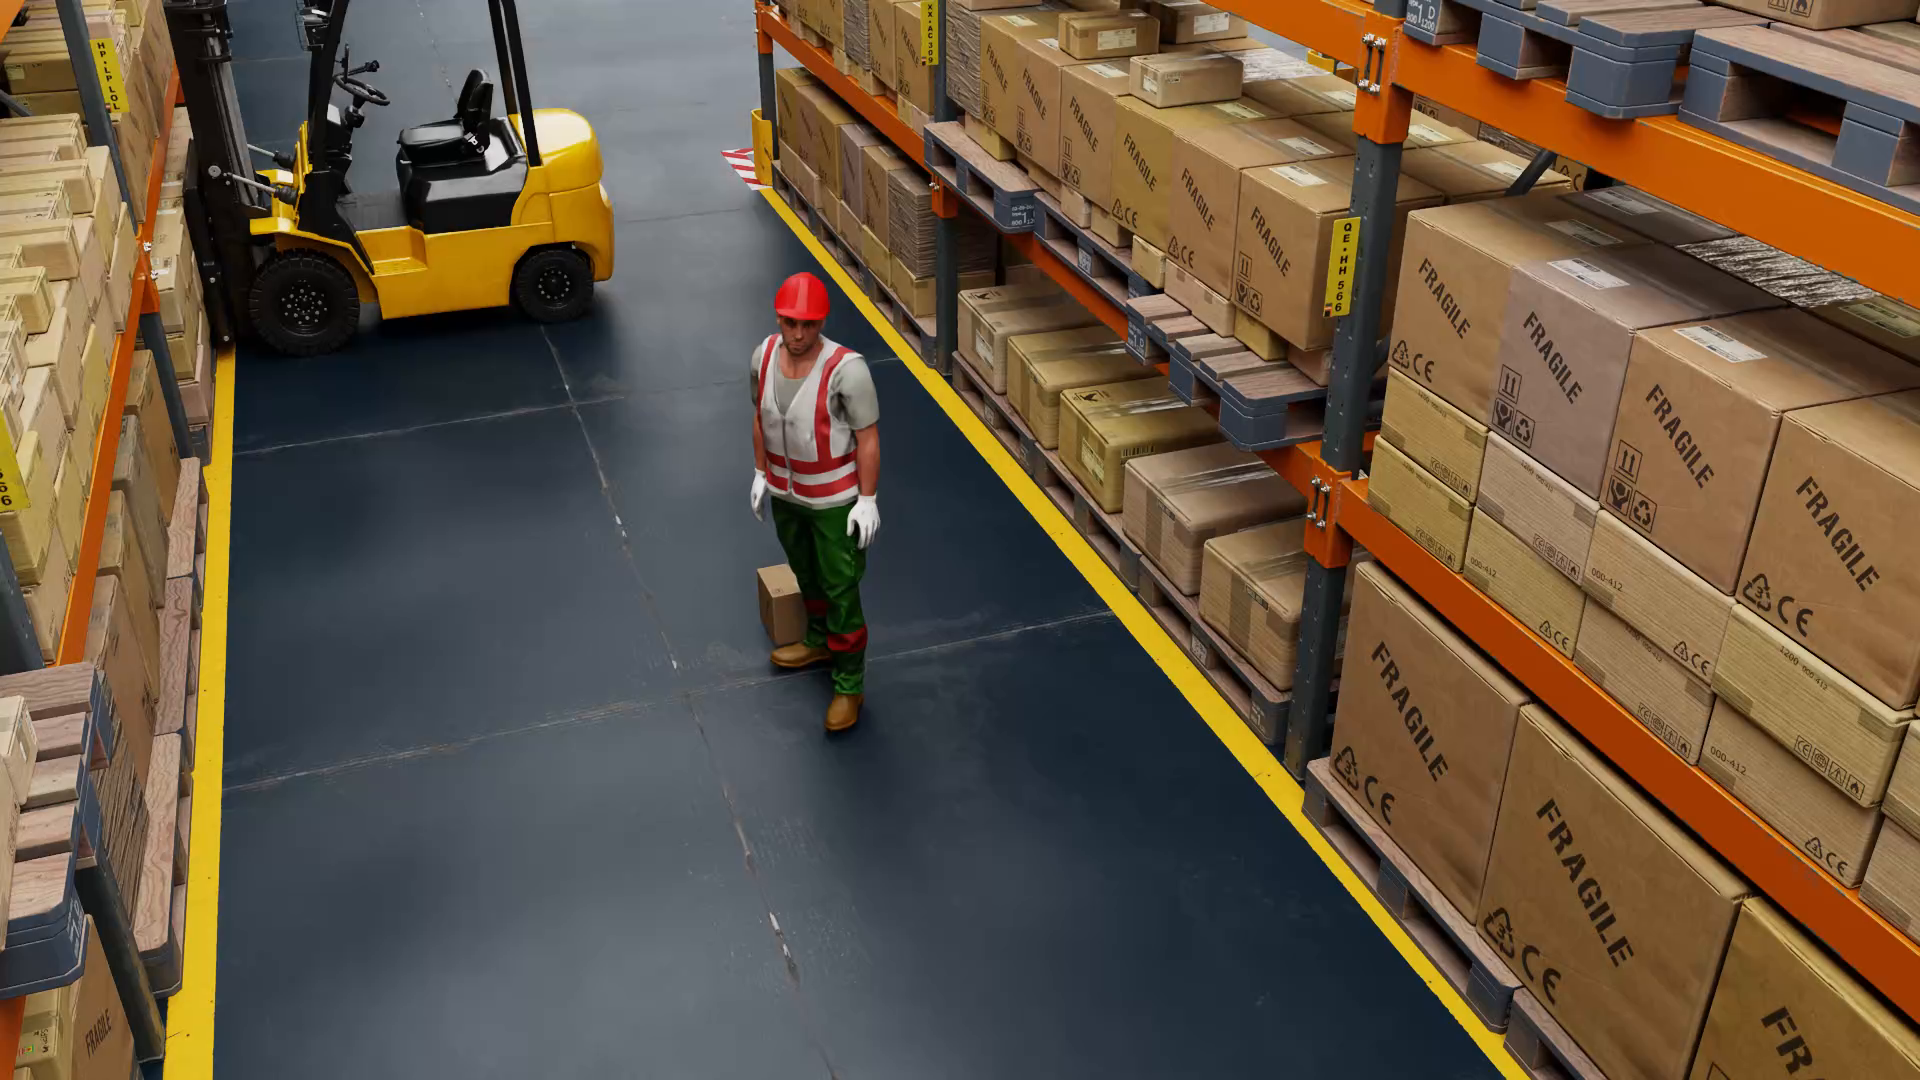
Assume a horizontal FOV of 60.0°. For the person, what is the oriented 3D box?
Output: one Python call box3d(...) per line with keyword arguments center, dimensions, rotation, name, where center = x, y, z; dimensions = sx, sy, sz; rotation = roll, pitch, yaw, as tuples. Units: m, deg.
box3d(center=(-0.565, -0.171, 6.362), dimensions=(0.576, 1.789, 0.513), rotation=(18, 34, 29), name="person")
